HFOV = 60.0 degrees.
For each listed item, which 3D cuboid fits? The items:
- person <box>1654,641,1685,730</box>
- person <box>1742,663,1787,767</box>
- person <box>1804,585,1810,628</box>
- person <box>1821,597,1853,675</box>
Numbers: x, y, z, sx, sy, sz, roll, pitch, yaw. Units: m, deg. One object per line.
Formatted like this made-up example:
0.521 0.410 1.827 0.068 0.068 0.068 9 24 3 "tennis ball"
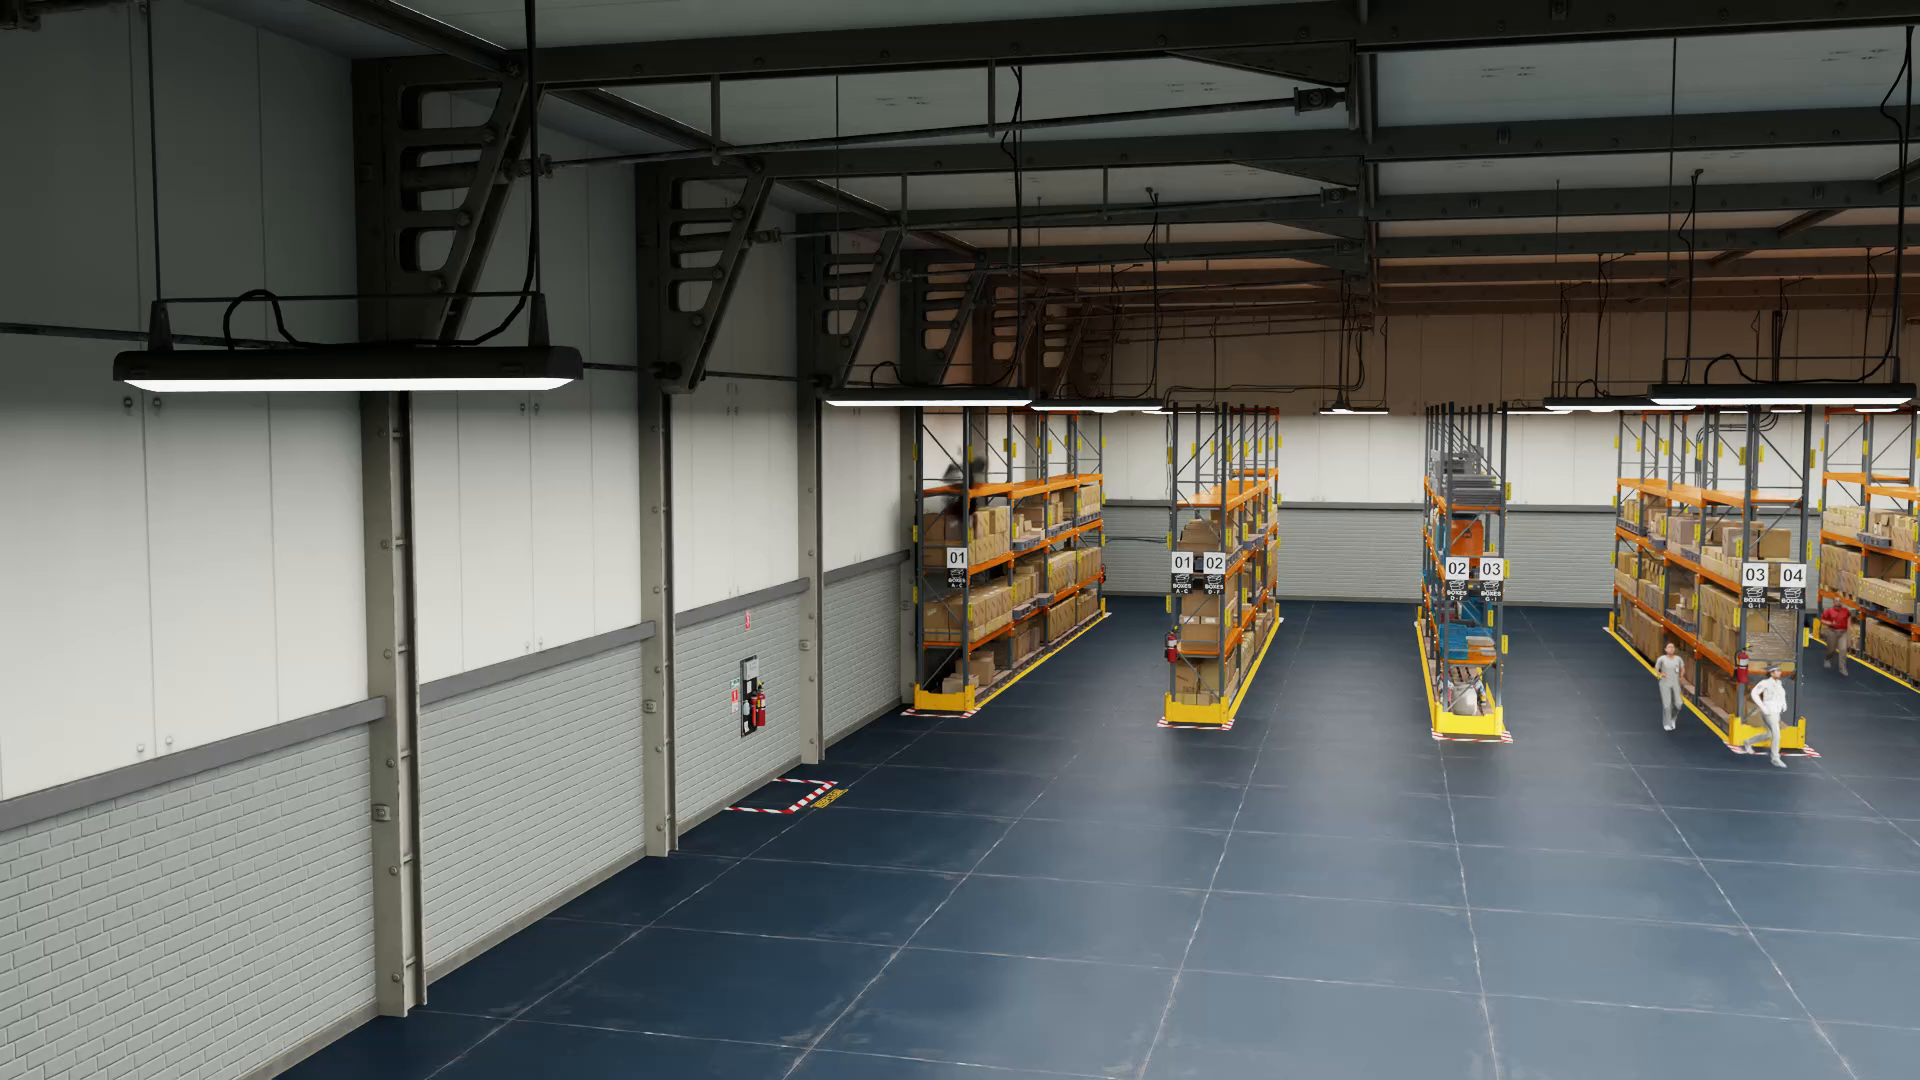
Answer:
12.934 2.672 30.247 0.554 1.607 0.548 1 4 12 "person"
13.418 2.877 27.609 0.656 1.707 0.847 -3 5 -32 "person"
22.269 1.661 44.148 0.786 1.655 0.615 -1 4 -9 "person"
19.569 2.108 37.070 0.676 1.689 1.074 1 4 14 "person"
